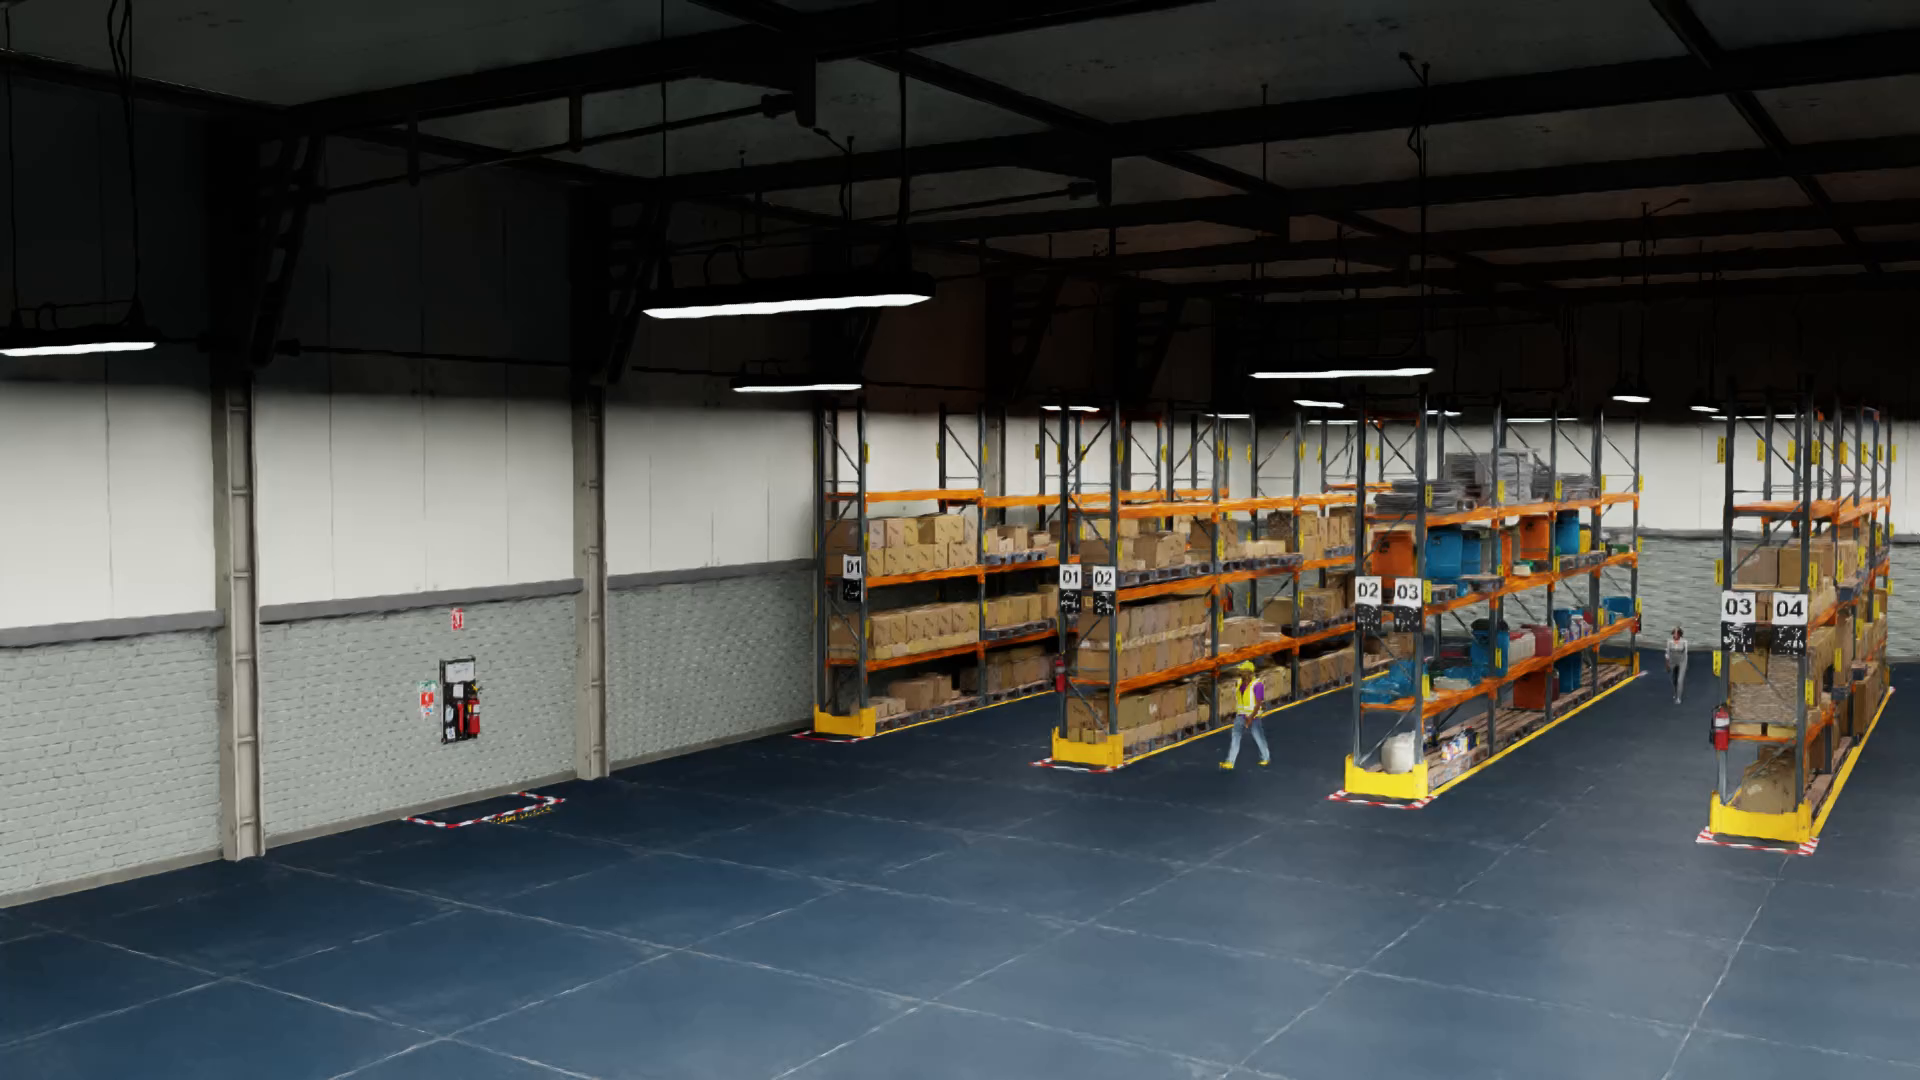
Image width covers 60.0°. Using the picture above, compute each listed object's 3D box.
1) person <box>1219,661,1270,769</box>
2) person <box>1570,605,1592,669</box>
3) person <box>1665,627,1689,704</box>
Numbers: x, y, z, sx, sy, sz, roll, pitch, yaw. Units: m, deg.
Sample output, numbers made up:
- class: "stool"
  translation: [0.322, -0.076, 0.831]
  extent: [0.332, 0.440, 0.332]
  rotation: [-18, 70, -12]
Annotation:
- class: "person"
  translation: [4.551, 2.759, 26.287]
  extent: [0.571, 1.705, 1.042]
  rotation: [3, 4, 42]
- class: "person"
  translation: [13.723, 2.249, 36.947]
  extent: [0.963, 1.623, 0.496]
  rotation: [-2, 4, -36]
- class: "person"
  translation: [14.358, 2.480, 33.325]
  extent: [0.417, 1.517, 1.032]
  rotation: [2, 4, 35]
